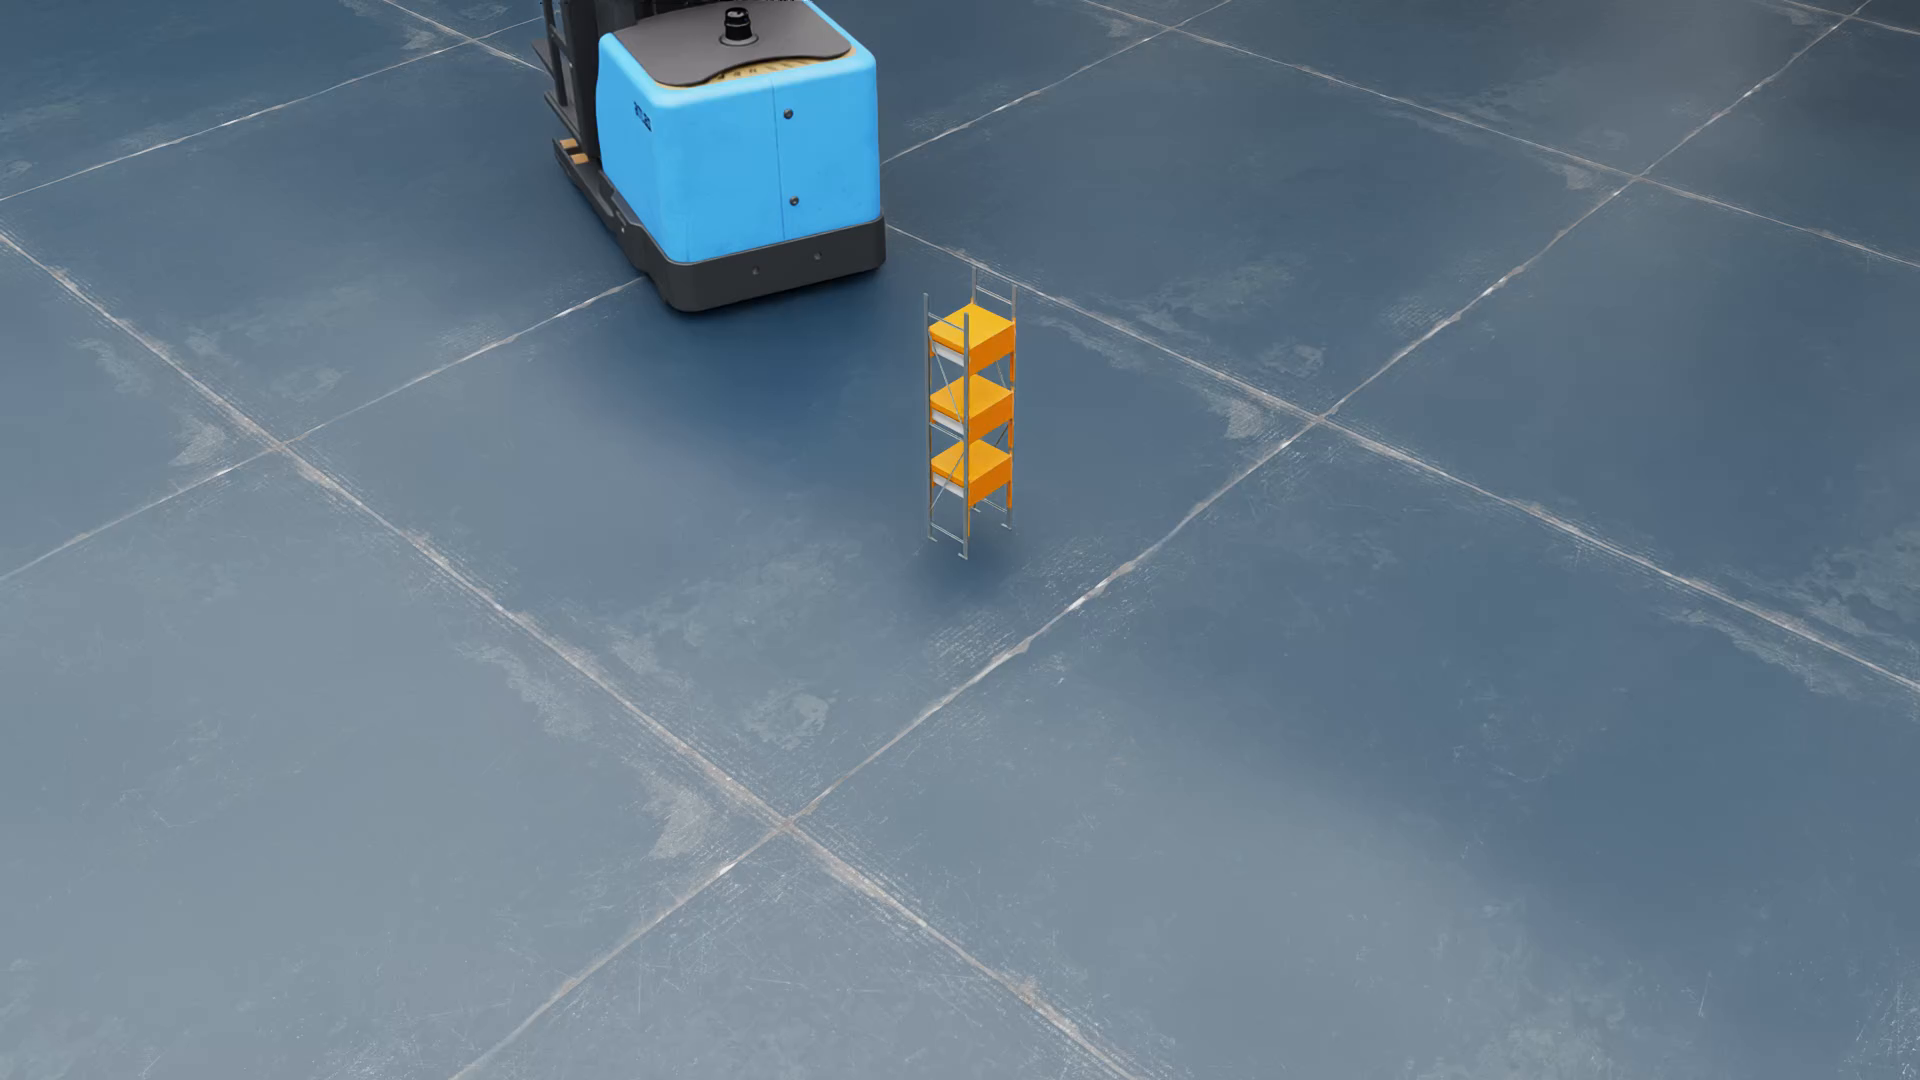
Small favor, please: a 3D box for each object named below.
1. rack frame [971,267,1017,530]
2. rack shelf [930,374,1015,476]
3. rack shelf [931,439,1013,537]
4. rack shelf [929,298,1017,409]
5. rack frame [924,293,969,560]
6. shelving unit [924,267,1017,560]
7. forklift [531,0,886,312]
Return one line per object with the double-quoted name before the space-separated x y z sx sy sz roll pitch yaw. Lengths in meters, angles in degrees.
"rack frame" 0.118 -0.492 6.025 0.200 1.050 0.008 30 47 32
"rack shelf" 0.036 -0.427 5.961 0.215 0.259 0.240 30 47 32
"rack shelf" 0.036 -0.210 6.134 0.215 0.259 0.240 30 47 32
"rack shelf" 0.036 -0.649 5.784 0.215 0.259 0.240 30 47 32
"rack frame" -0.046 -0.379 5.884 0.200 1.050 0.008 30 47 32
"shelving unit" 0.036 -0.436 5.954 0.215 1.050 0.252 30 47 32
"forklift" -1.459 -3.074 7.761 1.130 2.935 3.031 -17 42 -21
